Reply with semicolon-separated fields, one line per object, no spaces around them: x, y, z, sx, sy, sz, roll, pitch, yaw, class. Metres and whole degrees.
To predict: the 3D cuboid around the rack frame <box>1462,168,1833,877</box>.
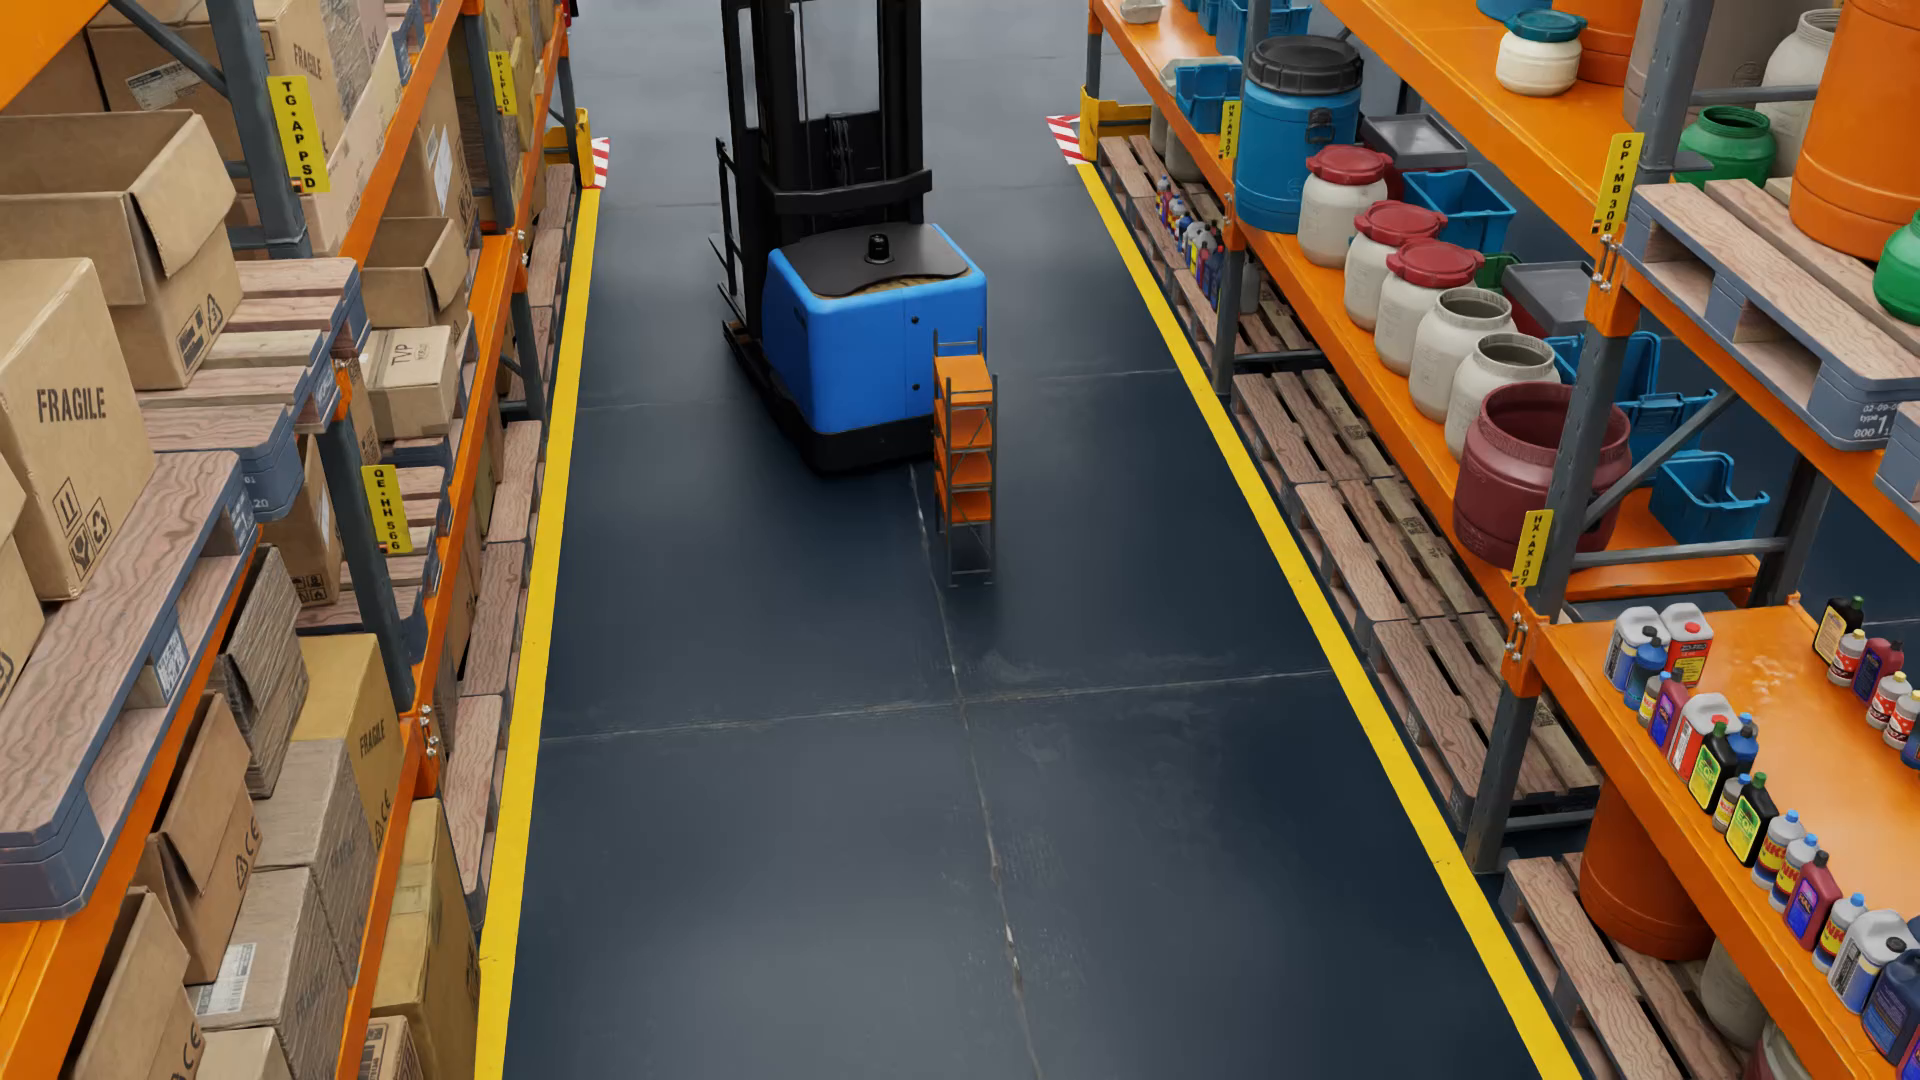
2.570;0.053;6.008;1.000;3.000;0.127;-4;35;-6;rack frame

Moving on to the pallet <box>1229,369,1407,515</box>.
2.176;-0.591;9.430;1.003;0.211;1.213;-4;35;-6;pallet

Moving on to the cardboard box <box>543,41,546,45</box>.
-3.053;-3.513;11.465;0.380;0.149;0.250;-4;35;-6;cardboard box

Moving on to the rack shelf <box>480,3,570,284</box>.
-3.145;-2.622;10.573;1.077;0.370;4.000;-4;35;-6;rack shelf

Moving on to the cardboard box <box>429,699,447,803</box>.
-2.448;0.907;6.584;0.700;0.500;0.500;-6;35;-9;cardboard box

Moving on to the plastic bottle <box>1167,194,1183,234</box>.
1.475;-2.239;11.403;0.097;0.271;0.097;0;34;0;plastic bottle

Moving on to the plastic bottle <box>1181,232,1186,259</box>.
1.530;-1.984;11.092;0.097;0.201;0.097;0;34;0;plastic bottle

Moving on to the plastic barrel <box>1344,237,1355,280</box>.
2.058;-1.371;8.221;0.301;0.262;0.301;0;34;0;plastic barrel

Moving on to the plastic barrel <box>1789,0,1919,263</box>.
2.643;-1.220;4.459;0.600;0.830;0.708;-4;35;-6;plastic barrel

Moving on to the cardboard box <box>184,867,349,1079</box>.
-1.892;1.212;4.219;0.500;0.500;0.500;-5;35;-8;cardboard box

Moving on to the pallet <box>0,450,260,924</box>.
-2.045;0.246;3.229;1.003;0.211;1.213;-3;34;-4;pallet

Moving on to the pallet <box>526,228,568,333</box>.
-3.169;-1.706;11.065;1.003;0.211;1.213;-4;35;-6;pallet

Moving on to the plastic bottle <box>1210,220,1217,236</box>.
1.678;-1.962;10.987;0.061;0.283;0.133;-4;35;-6;plastic bottle

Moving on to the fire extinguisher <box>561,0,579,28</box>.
-2.973;-4.102;12.175;0.296;0.674;0.183;-4;35;-6;fire extinguisher

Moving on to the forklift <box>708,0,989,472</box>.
-0.854;-2.412;9.687;1.130;2.935;3.031;-13;36;-18;forklift

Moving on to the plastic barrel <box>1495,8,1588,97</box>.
2.168;-1.821;6.218;0.301;0.262;0.301;0;34;0;plastic barrel

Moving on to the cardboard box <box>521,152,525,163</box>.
-2.732;-2.259;9.625;0.380;0.149;0.250;-4;35;-6;cardboard box

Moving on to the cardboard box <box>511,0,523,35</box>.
-2.820;-3.209;9.555;0.500;0.500;0.500;-4;35;-6;cardboard box

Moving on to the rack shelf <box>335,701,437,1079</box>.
-2.069;1.842;4.022;1.077;0.370;4.000;-4;35;-6;rack shelf

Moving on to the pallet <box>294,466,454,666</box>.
-2.539;0.118;6.083;1.213;0.211;1.003;-4;35;-6;pallet

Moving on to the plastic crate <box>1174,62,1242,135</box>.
1.614;-2.714;10.201;0.499;0.251;0.616;-4;35;-6;plastic crate

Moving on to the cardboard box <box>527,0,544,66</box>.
-3.157;-3.339;10.633;0.875;0.500;0.500;-4;35;-6;cardboard box

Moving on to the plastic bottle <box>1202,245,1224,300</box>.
1.634;-1.710;10.558;0.144;0.351;0.185;-6;35;-9;plastic bottle

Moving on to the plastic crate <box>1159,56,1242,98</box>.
1.563;-2.957;10.659;0.530;0.136;0.437;-4;35;-6;plastic crate

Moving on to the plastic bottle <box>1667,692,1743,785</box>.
2.370;0.629;5.274;0.152;0.276;0.135;-4;35;-6;plastic bottle

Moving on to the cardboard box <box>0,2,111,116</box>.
-2.650;-1.306;4.807;0.500;0.500;0.500;-3;34;-5;cardboard box

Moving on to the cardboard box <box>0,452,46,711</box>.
-2.042;0.111;2.795;0.797;0.503;0.637;-5;35;-7;cardboard box

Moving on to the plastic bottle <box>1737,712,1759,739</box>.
2.491;0.640;5.324;0.097;0.201;0.097;0;34;0;plastic bottle

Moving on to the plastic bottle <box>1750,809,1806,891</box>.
2.408;0.901;4.879;0.097;0.271;0.097;0;34;0;plastic bottle

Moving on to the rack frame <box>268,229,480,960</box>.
-2.338;0.429;5.458;1.000;3.000;0.127;-4;35;-6;rack frame

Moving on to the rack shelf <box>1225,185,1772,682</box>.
2.301;-0.765;7.848;1.077;0.370;4.000;-4;35;-6;rack shelf

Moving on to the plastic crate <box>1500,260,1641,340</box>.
2.656;-0.898;7.347;0.402;0.464;0.583;-4;35;-6;plastic crate

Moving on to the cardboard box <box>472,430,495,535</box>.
-2.769;-0.341;8.415;0.700;0.500;0.500;-5;35;-7;cardboard box

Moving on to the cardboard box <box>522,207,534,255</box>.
-3.167;-2.145;11.080;0.500;0.500;0.500;-1;34;-2;cardboard box

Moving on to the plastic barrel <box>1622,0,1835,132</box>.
2.675;-1.868;5.719;0.600;0.901;0.600;0;34;0;plastic barrel

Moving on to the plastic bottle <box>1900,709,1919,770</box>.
3.102;0.603;5.315;0.097;0.271;0.097;0;34;0;plastic bottle

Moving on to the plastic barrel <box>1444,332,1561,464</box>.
2.220;-0.551;6.795;0.421;0.512;0.421;0;34;0;plastic barrel

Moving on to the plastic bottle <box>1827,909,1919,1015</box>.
2.494;1.145;4.517;0.152;0.276;0.135;-4;35;-6;plastic bottle

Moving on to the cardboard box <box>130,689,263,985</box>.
-2.171;0.746;4.012;0.797;0.503;0.637;-4;34;-5;cardboard box

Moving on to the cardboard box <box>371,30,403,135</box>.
-2.296;-1.603;5.908;0.500;0.250;0.500;-4;34;-5;cardboard box

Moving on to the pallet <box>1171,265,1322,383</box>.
1.983;-1.404;10.623;1.003;0.211;1.213;-4;35;-6;pallet

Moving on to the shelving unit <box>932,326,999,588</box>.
0.022;-0.403;8.277;0.258;1.200;0.503;-4;35;-6;shelving unit

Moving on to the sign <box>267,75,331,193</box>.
-1.787;-1.095;4.500;0.100;0.325;0.005;-4;35;-6;sign

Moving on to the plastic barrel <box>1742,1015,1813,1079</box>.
2.805;1.778;5.245;0.600;0.588;0.708;-4;35;-6;plastic barrel

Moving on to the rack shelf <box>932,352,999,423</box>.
0.022;-0.728;8.055;0.258;0.148;0.480;-4;35;-6;rack shelf

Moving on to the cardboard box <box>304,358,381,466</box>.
-2.624;-0.389;6.195;0.700;0.500;0.500;0;34;1;cardboard box

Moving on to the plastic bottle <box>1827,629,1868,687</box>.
3.045;0.395;5.684;0.097;0.201;0.097;0;34;0;plastic bottle

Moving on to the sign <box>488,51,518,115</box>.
-2.326;-2.326;8.471;0.100;0.325;0.005;-4;35;-6;sign

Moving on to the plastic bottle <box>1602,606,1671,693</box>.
2.308;0.371;5.653;0.152;0.276;0.135;-4;35;-6;plastic bottle
